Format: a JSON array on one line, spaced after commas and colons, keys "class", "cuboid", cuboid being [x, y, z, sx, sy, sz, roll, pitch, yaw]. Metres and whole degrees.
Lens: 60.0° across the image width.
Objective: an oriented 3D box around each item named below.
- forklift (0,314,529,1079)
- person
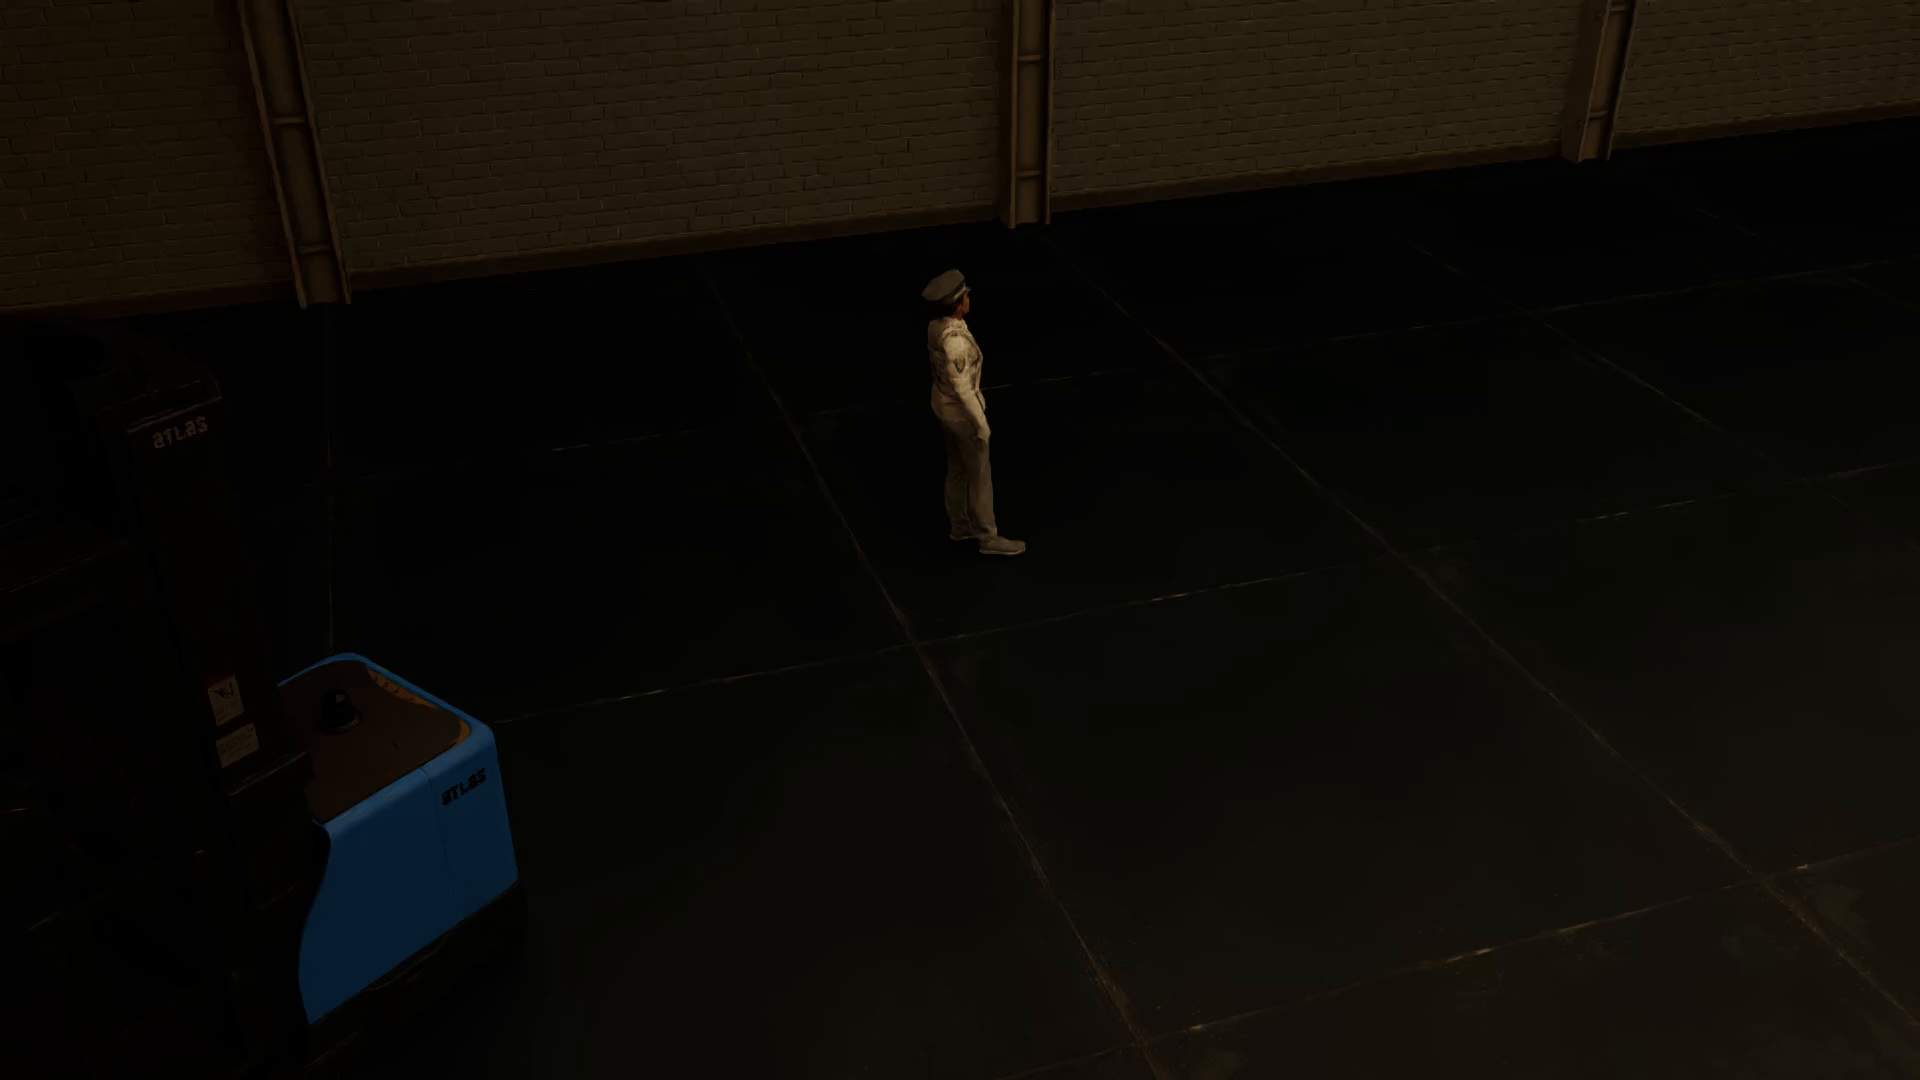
[{"class": "forklift", "cuboid": [-3.122, 0.847, 5.615, 1.130, 2.935, 3.031, 21, 36, 32]}, {"class": "person", "cuboid": [0.066, -0.748, 9.612, 0.532, 1.695, 0.586, -10, 31, -16]}]
